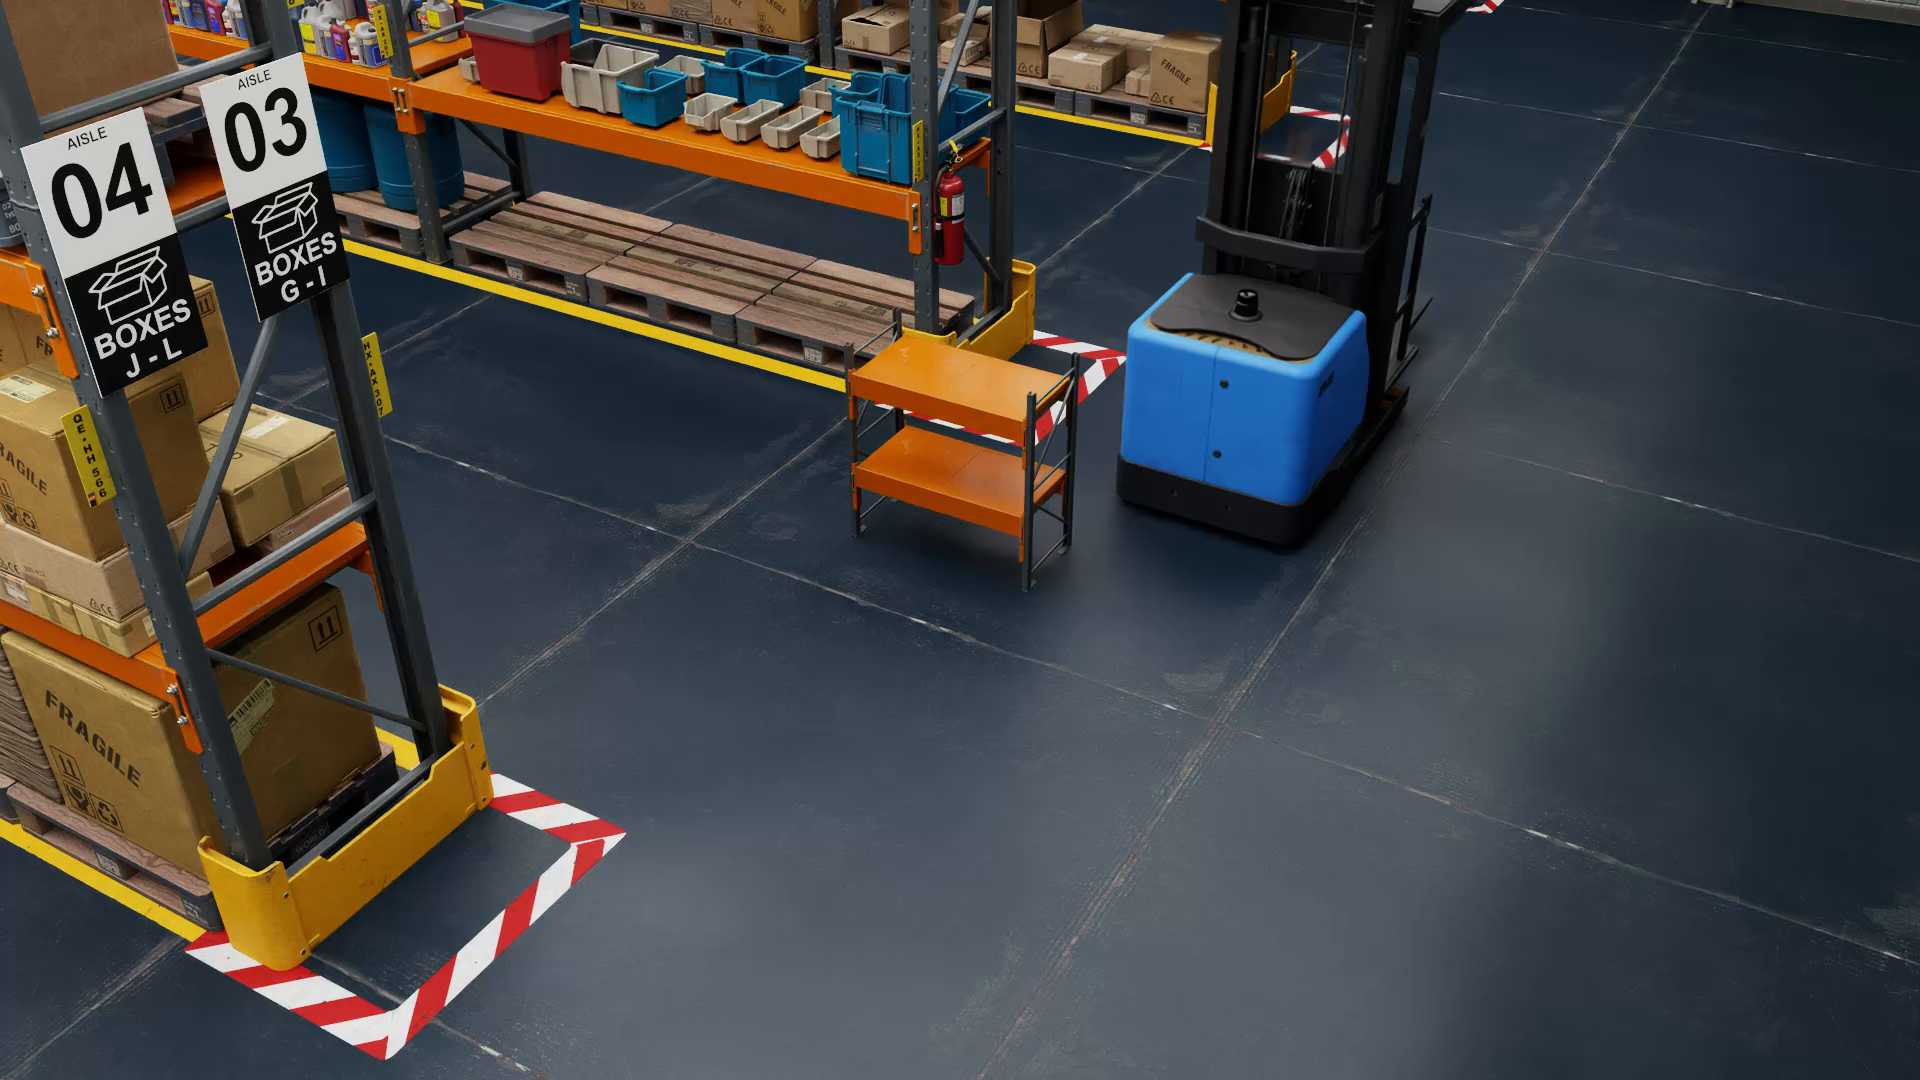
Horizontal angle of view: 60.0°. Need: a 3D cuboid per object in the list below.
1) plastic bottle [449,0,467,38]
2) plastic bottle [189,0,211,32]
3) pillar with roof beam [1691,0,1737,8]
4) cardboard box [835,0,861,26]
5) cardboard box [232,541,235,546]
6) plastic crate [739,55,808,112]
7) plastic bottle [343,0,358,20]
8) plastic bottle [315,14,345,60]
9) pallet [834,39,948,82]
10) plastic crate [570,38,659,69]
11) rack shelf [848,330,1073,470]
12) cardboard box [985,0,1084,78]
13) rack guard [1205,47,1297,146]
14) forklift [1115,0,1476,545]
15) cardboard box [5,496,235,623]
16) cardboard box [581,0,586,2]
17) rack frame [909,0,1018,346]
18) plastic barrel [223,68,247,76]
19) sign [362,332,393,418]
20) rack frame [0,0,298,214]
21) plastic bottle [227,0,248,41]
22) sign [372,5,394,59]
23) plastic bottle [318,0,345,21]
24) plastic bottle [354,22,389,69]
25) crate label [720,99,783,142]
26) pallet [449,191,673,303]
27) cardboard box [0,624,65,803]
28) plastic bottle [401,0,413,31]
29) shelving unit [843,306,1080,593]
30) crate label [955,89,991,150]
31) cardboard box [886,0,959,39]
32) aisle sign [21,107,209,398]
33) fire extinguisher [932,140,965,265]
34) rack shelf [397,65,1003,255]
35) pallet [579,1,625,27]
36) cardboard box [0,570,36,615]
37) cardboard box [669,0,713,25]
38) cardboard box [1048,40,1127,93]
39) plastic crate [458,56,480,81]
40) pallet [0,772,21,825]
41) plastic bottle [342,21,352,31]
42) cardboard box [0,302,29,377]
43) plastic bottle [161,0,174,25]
[{"bbox_3d":[-3.548,-3.678,11.672,0.133,0.283,0.061,18,37,24],"label":"plastic bottle"},{"bbox_3d":[-5.358,-3.798,11.791,0.185,0.351,0.144,18,37,24],"label":"plastic bottle"},{"bbox_3d":[5.584,-7.187,11.423,0.400,9.000,9.100,18,37,24],"label":"pillar with roof beam"},{"bbox_3d":[-1.279,-5.196,15.704,0.500,0.500,0.500,16,37,22],"label":"cardboard box"},{"bbox_3d":[-2.794,-0.158,6.508,0.250,0.149,0.380,17,37,24],"label":"cardboard box"},{"bbox_3d":[-1.163,-2.864,10.441,0.300,0.233,0.416,18,37,24],"label":"plastic crate"},{"bbox_3d":[-4.458,-3.934,12.063,0.135,0.276,0.152,18,37,24],"label":"plastic bottle"},{"bbox_3d":[-4.261,-3.422,11.294,0.135,0.276,0.152,18,37,24],"label":"plastic bottle"},{"bbox_3d":[-0.385,-4.453,15.246,1.213,0.211,1.003,18,37,24],"label":"pallet"},{"bbox_3d":[-2.336,-3.152,10.971,0.590,0.125,0.437,18,37,24],"label":"plastic crate"},{"bbox_3d":[0.006,-0.710,8.273,1.000,0.278,0.538,18,37,24],"label":"rack shelf"},{"bbox_3d":[0.653,-4.433,14.556,0.637,0.503,0.797,18,37,24],"label":"cardboard box"},{"bbox_3d":[2.427,-3.683,13.830,0.348,0.500,1.175,18,37,24],"label":"rack guard"},{"bbox_3d":[2.009,-1.987,9.090,1.130,2.935,3.031,17,37,24],"label":"forklift"},{"bbox_3d":[-2.979,-0.004,5.916,0.500,0.250,0.500,17,37,24],"label":"cardboard box"},{"bbox_3d":[-3.743,-5.641,16.374,0.500,0.500,0.500,16,37,23],"label":"cardboard box"},{"bbox_3d":[0.031,-2.320,9.528,0.127,3.000,1.000,18,37,24],"label":"rack frame"},{"bbox_3d":[-5.501,-3.254,12.728,0.708,0.588,0.600,18,37,24],"label":"plastic barrel"},{"bbox_3d":[-2.146,-0.595,6.085,0.005,0.325,0.100,18,37,24],"label":"sign"},{"bbox_3d":[-2.426,-2.434,4.286,0.127,3.000,1.000,18,37,24],"label":"rack frame"},{"bbox_3d":[-5.017,-3.661,11.654,0.135,0.276,0.152,18,37,24],"label":"plastic bottle"},{"bbox_3d":[-3.716,-3.271,10.706,0.005,0.325,0.100,18,37,24],"label":"sign"},{"bbox_3d":[-4.330,-3.564,11.441,0.185,0.351,0.144,18,37,24],"label":"plastic bottle"},{"bbox_3d":[-3.944,-3.321,11.143,0.135,0.276,0.152,18,37,24],"label":"plastic bottle"},{"bbox_3d":[-1.265,-2.524,10.018,0.243,0.136,0.396,18,37,24],"label":"crate label"},{"bbox_3d":[-2.784,-2.076,11.677,1.213,0.211,1.003,18,37,24],"label":"pallet"},{"bbox_3d":[-3.812,0.385,7.003,0.875,0.875,0.875,18,37,24],"label":"cardboard box"},{"bbox_3d":[-3.972,-3.780,11.832,0.135,0.276,0.152,18,37,24],"label":"plastic bottle"},{"bbox_3d":[0.006,-0.466,8.435,1.048,1.125,0.538,18,37,24],"label":"shelving unit"},{"bbox_3d":[-0.020,-2.502,9.897,0.303,0.233,0.416,18,37,24],"label":"crate label"},{"bbox_3d":[-0.345,-4.925,15.298,0.500,0.500,0.500,18,37,24],"label":"cardboard box"},{"bbox_3d":[-2.512,-0.854,4.981,0.004,0.787,0.394,18,37,24],"label":"aisle sign"},{"bbox_3d":[-0.063,-1.872,9.262,0.183,0.674,0.296,18,37,24],"label":"fire extinguisher"},{"bbox_3d":[-1.705,-2.571,10.553,4.000,0.370,1.077,18,37,24],"label":"rack shelf"},{"bbox_3d":[-3.824,-5.519,16.847,1.213,0.211,1.003,18,37,24],"label":"pallet"},{"bbox_3d":[-3.344,0.088,6.138,0.250,0.149,0.380,18,38,25],"label":"cardboard box"},{"bbox_3d":[-2.411,-5.221,15.743,0.500,0.500,0.500,18,38,25],"label":"cardboard box"},{"bbox_3d":[1.088,-4.048,14.206,0.500,0.250,0.500,18,37,24],"label":"cardboard box"},{"bbox_3d":[-3.108,-3.139,10.941,0.243,0.136,0.396,18,37,24],"label":"plastic crate"},{"bbox_3d":[-4.214,0.706,7.500,1.213,0.211,1.003,18,37,24],"label":"pallet"},{"bbox_3d":[-4.215,-3.456,11.413,0.097,0.201,0.097,0,34,0],"label":"plastic bottle"},{"bbox_3d":[-3.596,-0.849,6.509,0.500,0.500,0.500,17,37,23],"label":"cardboard box"},{"bbox_3d":[-5.718,-3.857,11.942,0.133,0.283,0.061,18,37,24],"label":"plastic bottle"}]
